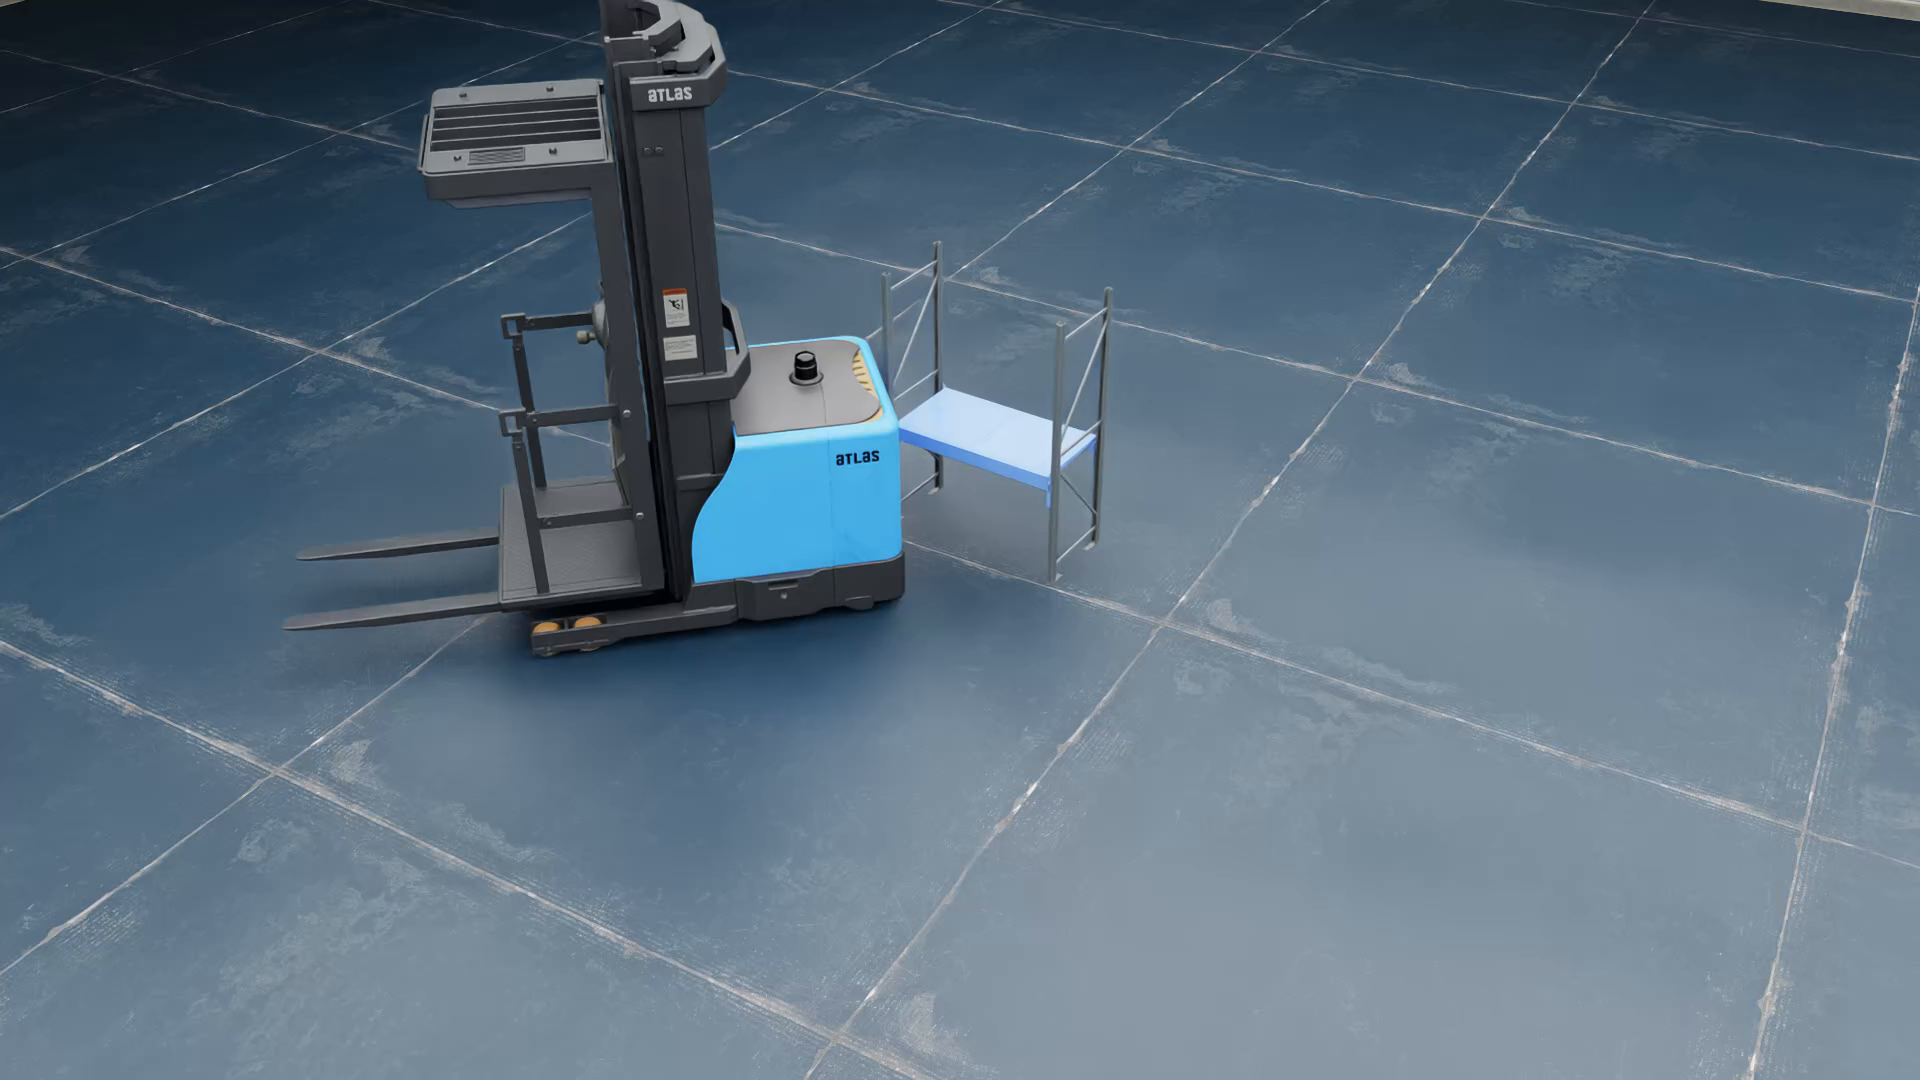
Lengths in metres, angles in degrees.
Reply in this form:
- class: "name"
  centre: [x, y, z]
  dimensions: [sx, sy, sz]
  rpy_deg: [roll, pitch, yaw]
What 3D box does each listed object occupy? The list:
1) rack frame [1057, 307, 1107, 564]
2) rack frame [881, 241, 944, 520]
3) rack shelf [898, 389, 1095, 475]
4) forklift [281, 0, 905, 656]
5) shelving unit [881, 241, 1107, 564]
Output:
- class: "rack frame"
  centre: [0.602, -0.502, 8.421]
  dimensions: [0.013, 1.308, 0.475]
  rpy_deg: [20, 39, 27]
- class: "rack frame"
  centre: [-0.244, -0.814, 8.891]
  dimensions: [0.032, 1.500, 0.500]
  rpy_deg: [20, 39, 27]
- class: "rack shelf"
  centre: [0.179, -0.564, 8.719]
  dimensions: [0.952, 0.026, 0.459]
  rpy_deg: [20, 39, 27]
- class: "forklift"
  centre: [-1.852, -0.971, 7.835]
  dimensions: [3.031, 2.935, 1.130]
  rpy_deg: [-7, 34, -10]
- class: "shelving unit"
  centre: [0.176, -0.660, 8.659]
  dimensions: [1.039, 1.500, 0.500]
  rpy_deg: [20, 39, 27]
